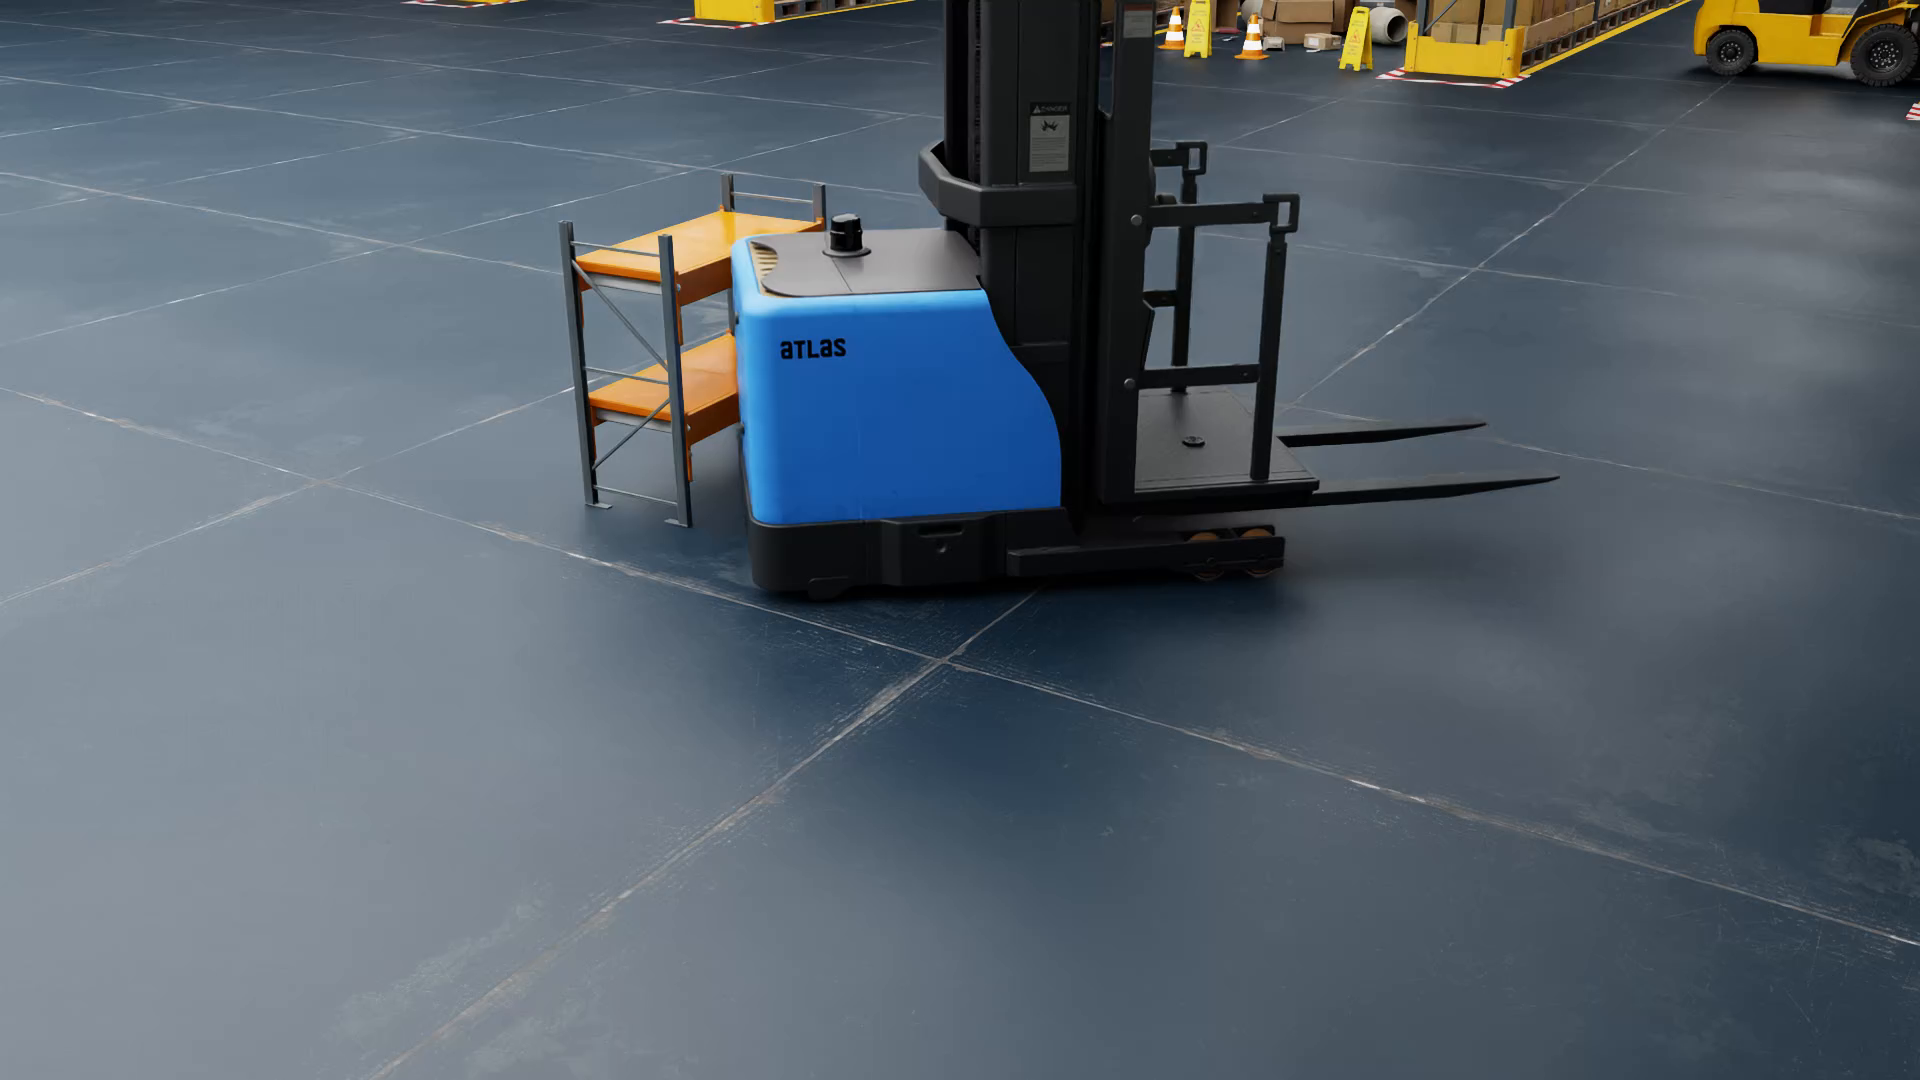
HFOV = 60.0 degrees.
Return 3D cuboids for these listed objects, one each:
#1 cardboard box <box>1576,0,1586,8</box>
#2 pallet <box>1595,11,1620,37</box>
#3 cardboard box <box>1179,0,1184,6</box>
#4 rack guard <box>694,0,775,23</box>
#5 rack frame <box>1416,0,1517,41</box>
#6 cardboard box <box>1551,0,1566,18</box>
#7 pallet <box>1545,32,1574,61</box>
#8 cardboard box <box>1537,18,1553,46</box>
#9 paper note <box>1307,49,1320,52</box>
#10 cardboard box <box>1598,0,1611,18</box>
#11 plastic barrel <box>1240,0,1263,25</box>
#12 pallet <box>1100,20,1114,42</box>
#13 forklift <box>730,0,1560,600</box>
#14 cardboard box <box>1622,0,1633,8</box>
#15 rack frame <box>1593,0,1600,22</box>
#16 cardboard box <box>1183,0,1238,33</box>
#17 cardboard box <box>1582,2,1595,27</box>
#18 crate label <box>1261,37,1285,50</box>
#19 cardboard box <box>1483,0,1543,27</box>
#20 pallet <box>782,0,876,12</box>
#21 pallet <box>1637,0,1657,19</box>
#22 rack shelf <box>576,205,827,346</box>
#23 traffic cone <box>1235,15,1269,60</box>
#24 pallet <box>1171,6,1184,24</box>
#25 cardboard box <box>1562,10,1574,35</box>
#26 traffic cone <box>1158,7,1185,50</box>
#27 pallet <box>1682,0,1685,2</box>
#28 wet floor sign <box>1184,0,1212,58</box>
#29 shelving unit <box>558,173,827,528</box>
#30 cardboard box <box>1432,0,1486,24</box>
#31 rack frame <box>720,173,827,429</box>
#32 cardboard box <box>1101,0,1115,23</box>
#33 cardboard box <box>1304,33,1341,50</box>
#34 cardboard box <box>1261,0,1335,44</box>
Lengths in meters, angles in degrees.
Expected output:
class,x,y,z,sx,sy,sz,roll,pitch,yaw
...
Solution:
class,x,y,z,sx,sy,sz,roll,pitch,yaw
cardboard box,7.079,-6.545,19.582,0.500,0.500,0.500,14,27,30
pallet,7.840,-6.681,21.418,1.003,0.211,1.213,14,27,29
cardboard box,2.780,-7.721,22.456,0.875,0.875,0.875,14,27,30
rack guard,-3.059,-7.303,22.491,1.175,0.500,0.348,14,27,29
rack frame,5.320,-6.348,17.138,1.000,3.000,0.127,14,27,29
cardboard box,6.536,-6.190,18.762,0.500,0.500,0.500,14,27,30
pallet,6.463,-5.771,19.315,1.003,0.211,1.213,14,27,29
cardboard box,6.256,-5.664,18.490,0.500,0.250,0.500,15,28,31
paper note,4.128,-5.722,19.428,0.148,0.019,0.142,5,24,11
cardboard box,7.705,-6.862,21.105,0.950,0.372,0.625,14,27,30
plastic barrel,3.876,-6.815,21.458,0.421,0.421,0.512,-7,24,-17
pallet,1.417,-6.358,20.670,1.003,0.211,1.213,14,27,29
forklift,0.706,-1.405,5.806,3.031,2.935,1.130,-4,24,-9
cardboard box,8.446,-7.341,22.210,0.950,0.372,0.625,15,28,31
rack frame,7.430,-7.698,20.256,1.000,3.000,0.127,14,27,29
cardboard box,3.225,-6.816,21.363,0.500,0.500,0.500,20,30,38
cardboard box,7.347,-6.373,20.128,0.500,0.250,0.500,15,28,31
crate label,3.691,-5.846,19.581,0.250,0.136,0.298,1,23,2
cardboard box,5.993,-5.845,17.965,0.500,0.500,0.500,13,27,27
pallet,-1.956,-7.848,24.112,1.003,0.211,1.213,14,27,29
pallet,9.127,-7.505,23.320,1.003,0.211,1.213,14,27,29
rack shelf,-1.014,-1.061,6.549,0.538,0.278,1.000,12,26,26
traffic cone,3.329,-5.717,18.874,0.336,0.463,0.334,14,27,29
pallet,2.704,-7.181,22.573,1.003,0.211,1.213,14,27,29
cardboard box,6.802,-6.020,19.314,0.500,0.250,0.500,14,27,30
traffic cone,2.548,-6.069,19.686,0.336,0.463,0.334,14,27,29
pallet,10.664,-8.429,25.454,1.003,0.211,1.213,14,27,29
wet floor sign,2.728,-5.846,18.942,0.267,0.644,0.232,9,25,20
shelving unit,-1.014,-0.793,6.665,0.538,1.125,1.048,12,26,26
cardboard box,5.521,-5.948,18.202,0.500,0.500,0.500,14,27,29
rack frame,-0.774,-0.971,7.077,0.500,1.125,0.032,12,26,26
cardboard box,1.363,-6.811,20.354,0.875,0.875,0.875,14,27,29
cardboard box,4.295,-5.905,19.703,0.250,0.149,0.380,-12,26,-26
cardboard box,4.096,-6.326,20.229,0.797,0.503,0.637,-3,24,-7
